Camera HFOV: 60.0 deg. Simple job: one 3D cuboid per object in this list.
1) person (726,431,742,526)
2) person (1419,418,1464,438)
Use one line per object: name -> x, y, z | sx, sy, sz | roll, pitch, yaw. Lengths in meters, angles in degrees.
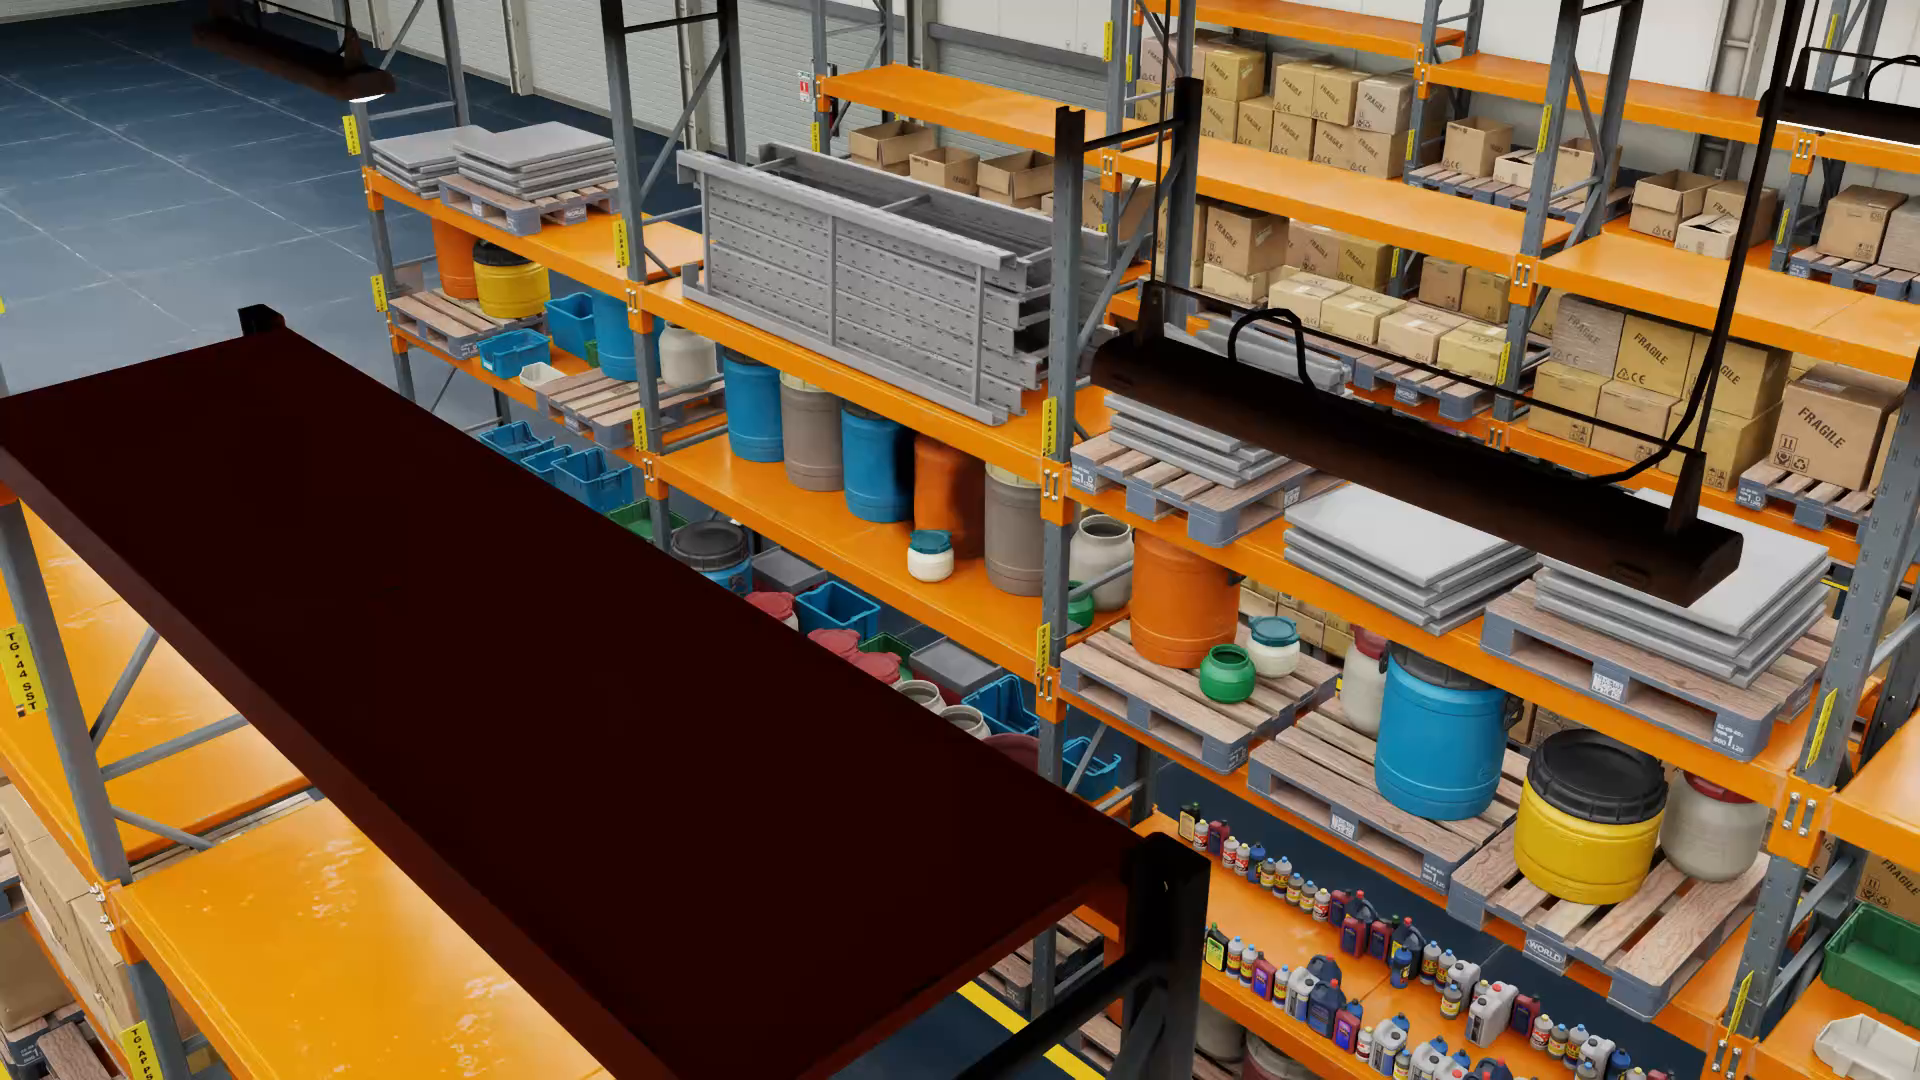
person -> -2.154, -0.911, 16.826 | 0.530, 1.696, 0.454 | 16, 32, 27
person -> 4.947, -0.975, 17.035 | 0.566, 1.597, 0.596 | -9, 29, -16
